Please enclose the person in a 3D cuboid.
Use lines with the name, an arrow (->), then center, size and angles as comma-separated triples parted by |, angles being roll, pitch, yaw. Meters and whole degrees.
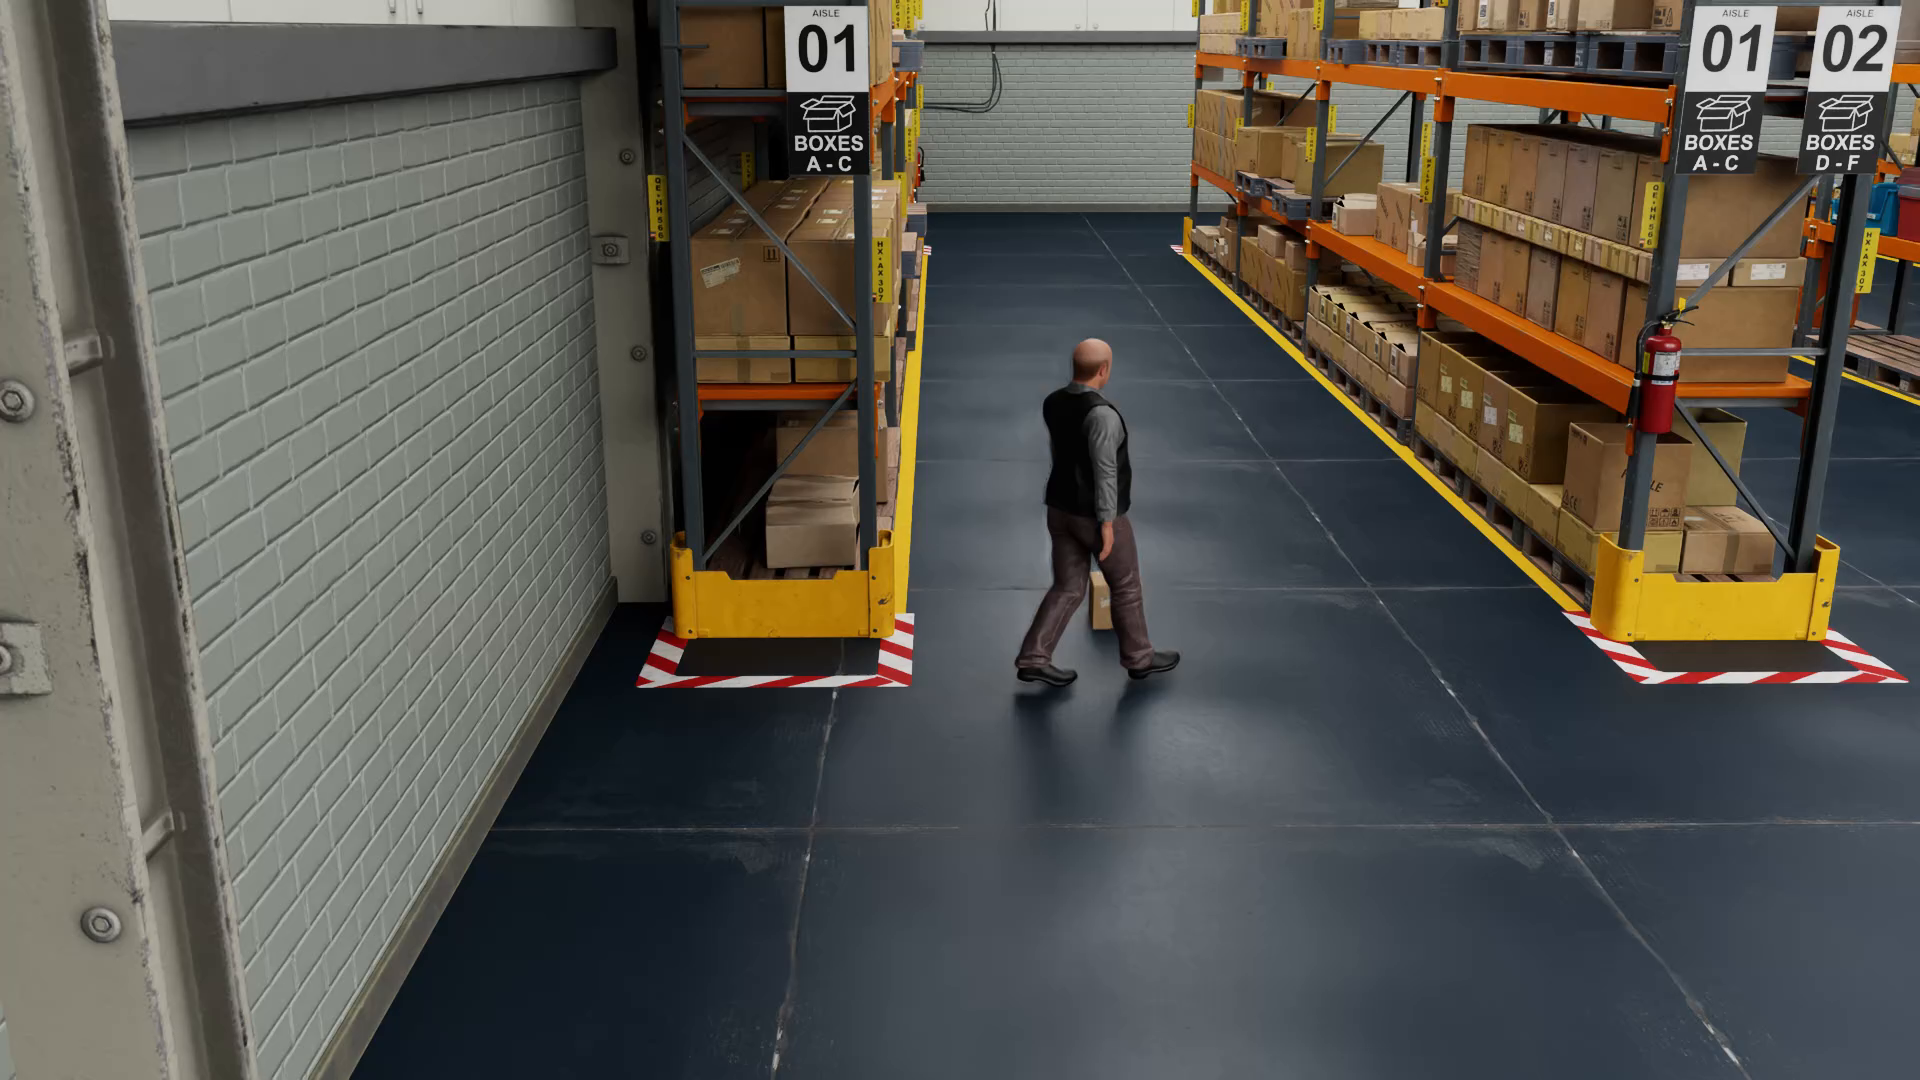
person -> 0.656, -0.136, 8.041 | 0.855, 1.694, 0.573 | -11, 20, -32
